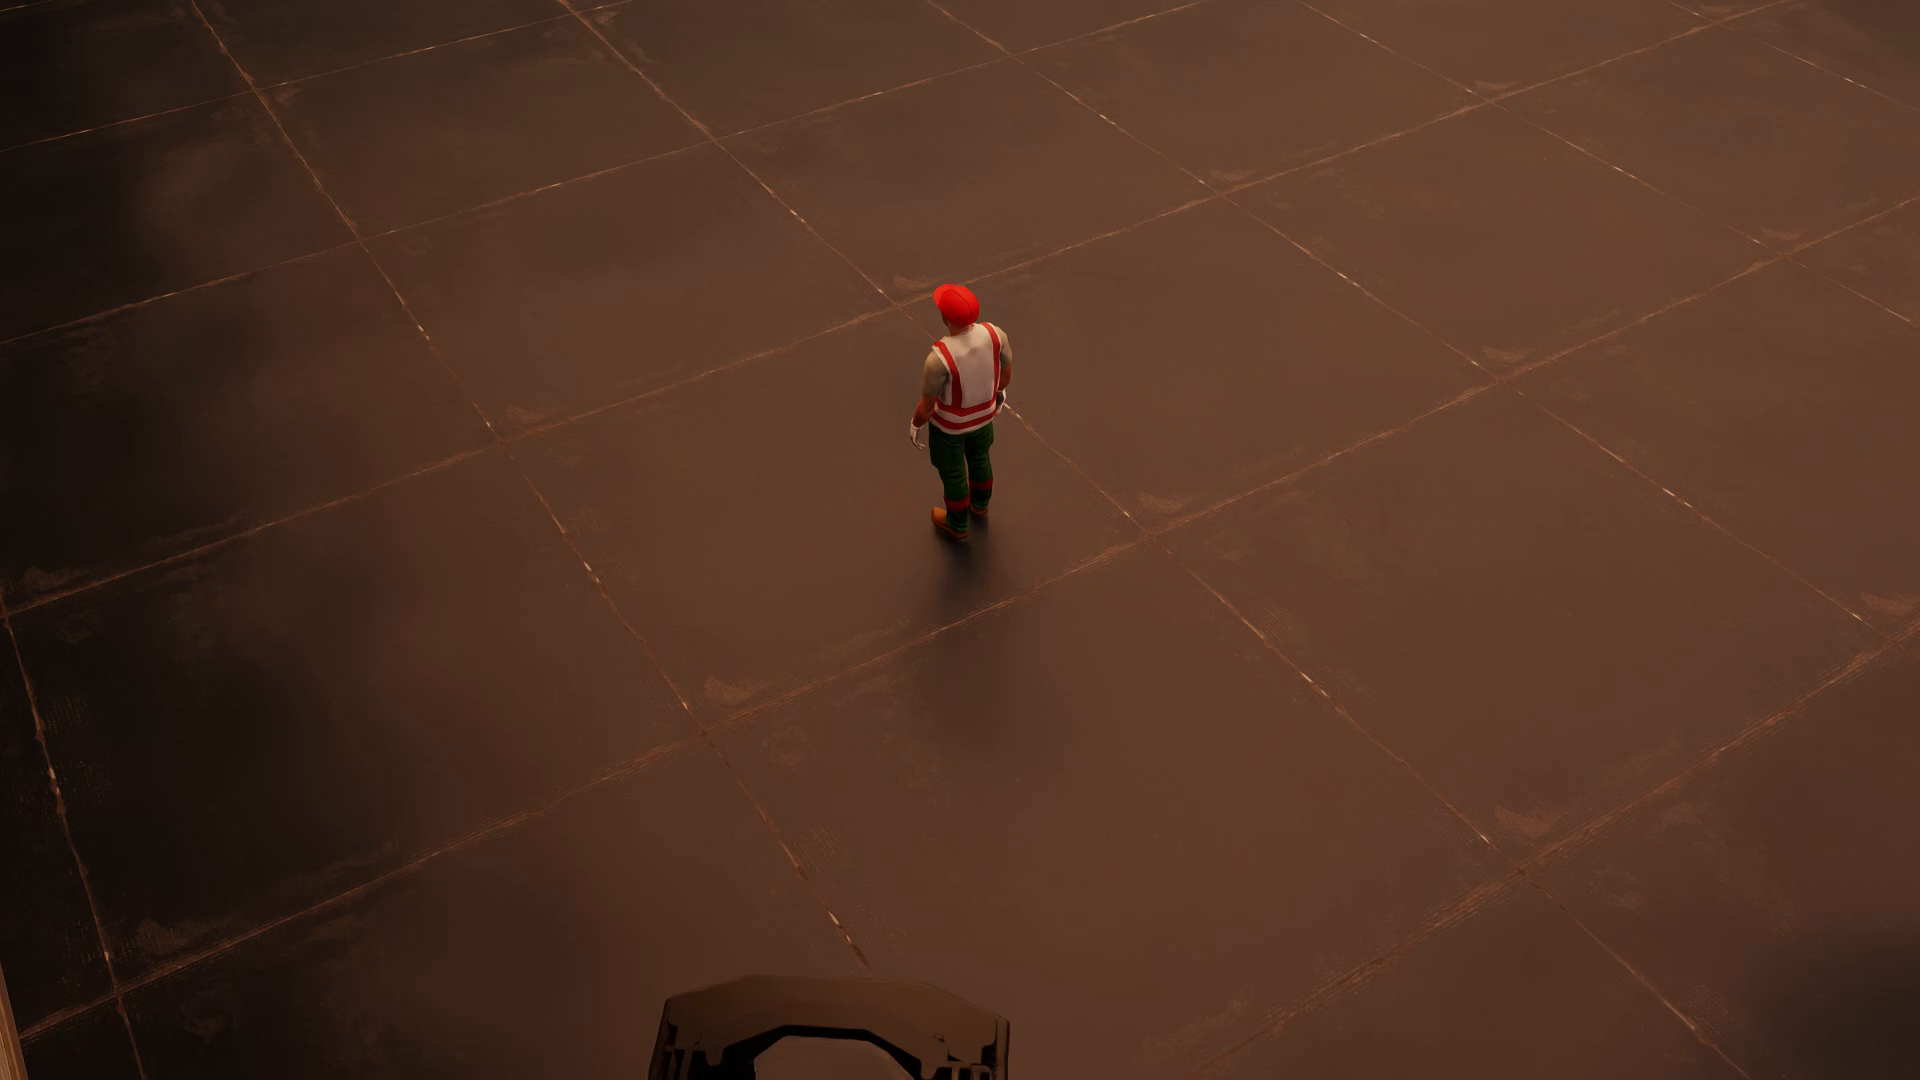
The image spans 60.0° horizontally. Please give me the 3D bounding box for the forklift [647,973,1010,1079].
[{"bbox_3d":[-0.382,2.723,4.755,1.130,2.935,3.031,3,41,3],"label":"forklift"}]

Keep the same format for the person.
[{"bbox_3d":[-0.032,-0.758,9.534,0.637,1.787,0.564,-23,46,-24],"label":"person"}]
